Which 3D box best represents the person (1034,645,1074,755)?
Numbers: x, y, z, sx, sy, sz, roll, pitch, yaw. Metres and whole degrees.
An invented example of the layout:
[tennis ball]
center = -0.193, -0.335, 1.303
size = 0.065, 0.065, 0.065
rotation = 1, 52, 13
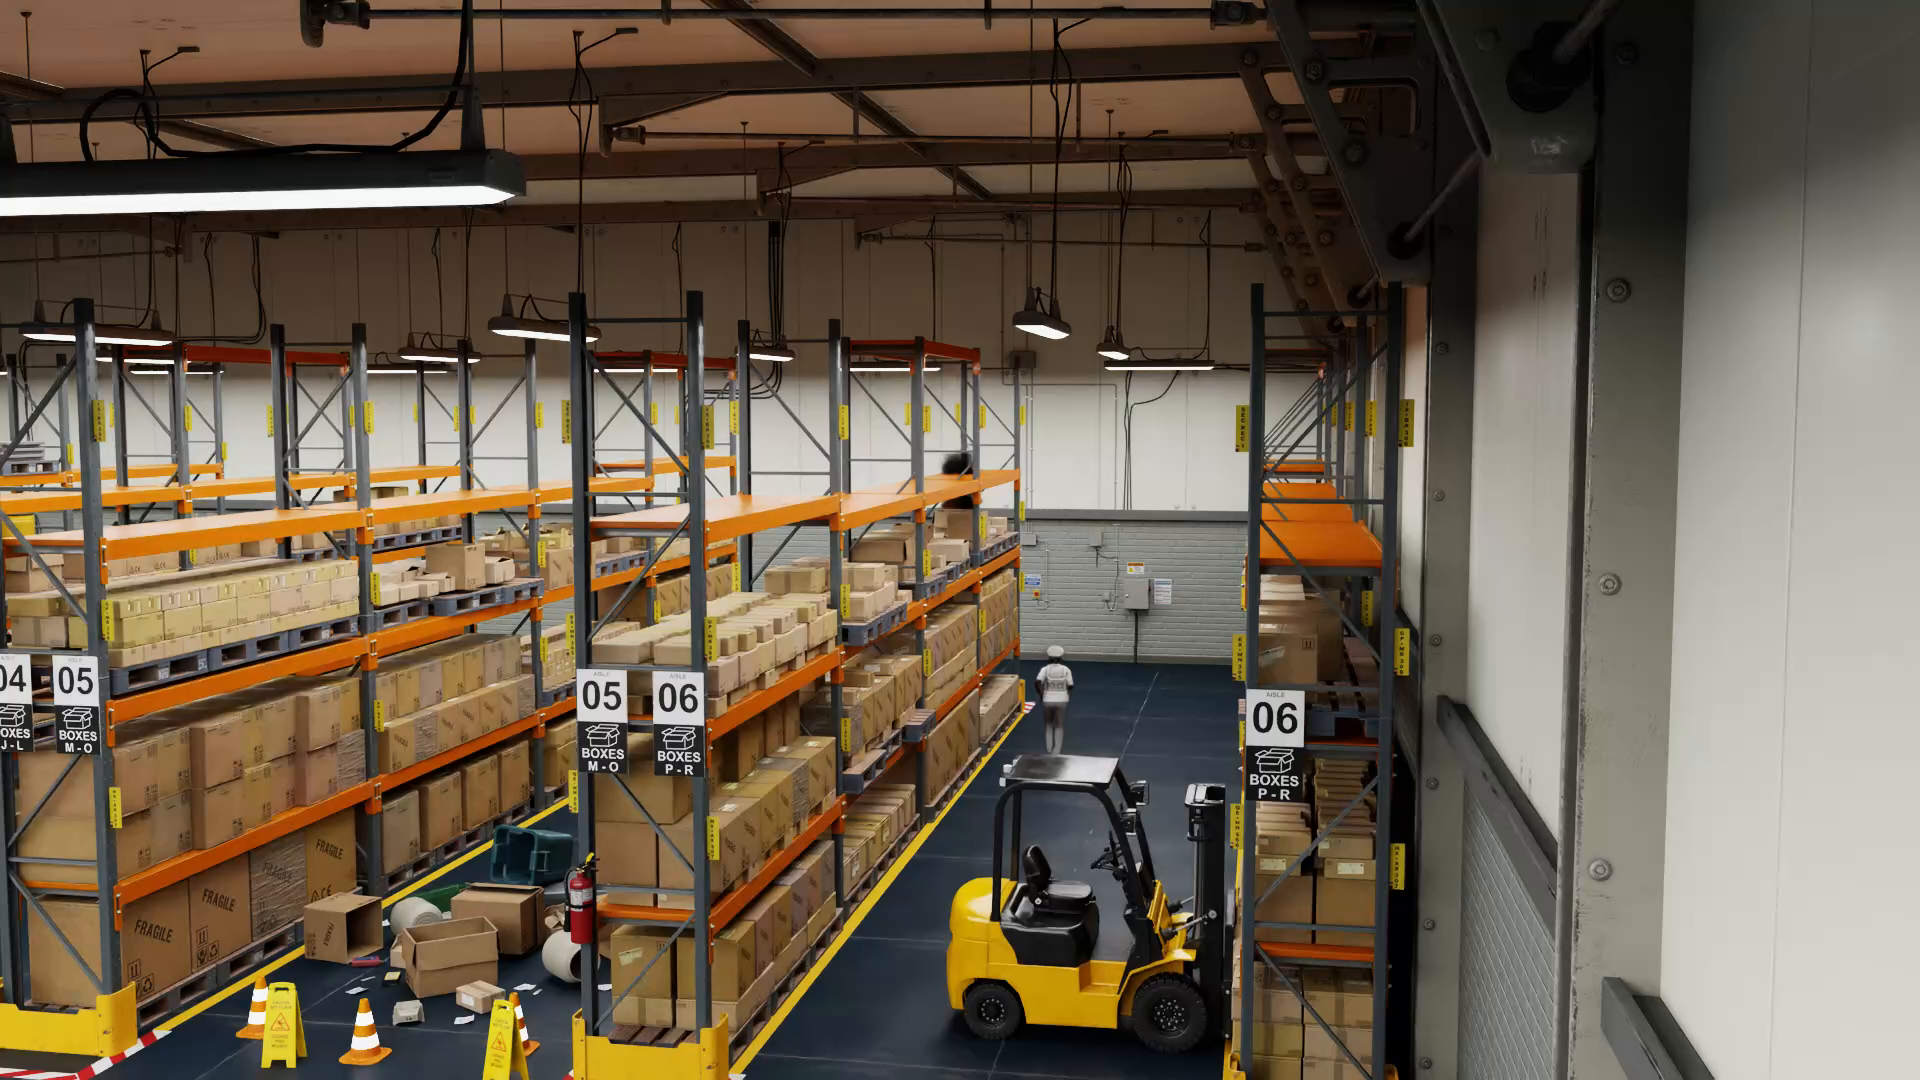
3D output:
[person]
center = 1.369, 2.395, 24.064
size = 0.555, 1.740, 0.686
rotation = 1, 5, 8
